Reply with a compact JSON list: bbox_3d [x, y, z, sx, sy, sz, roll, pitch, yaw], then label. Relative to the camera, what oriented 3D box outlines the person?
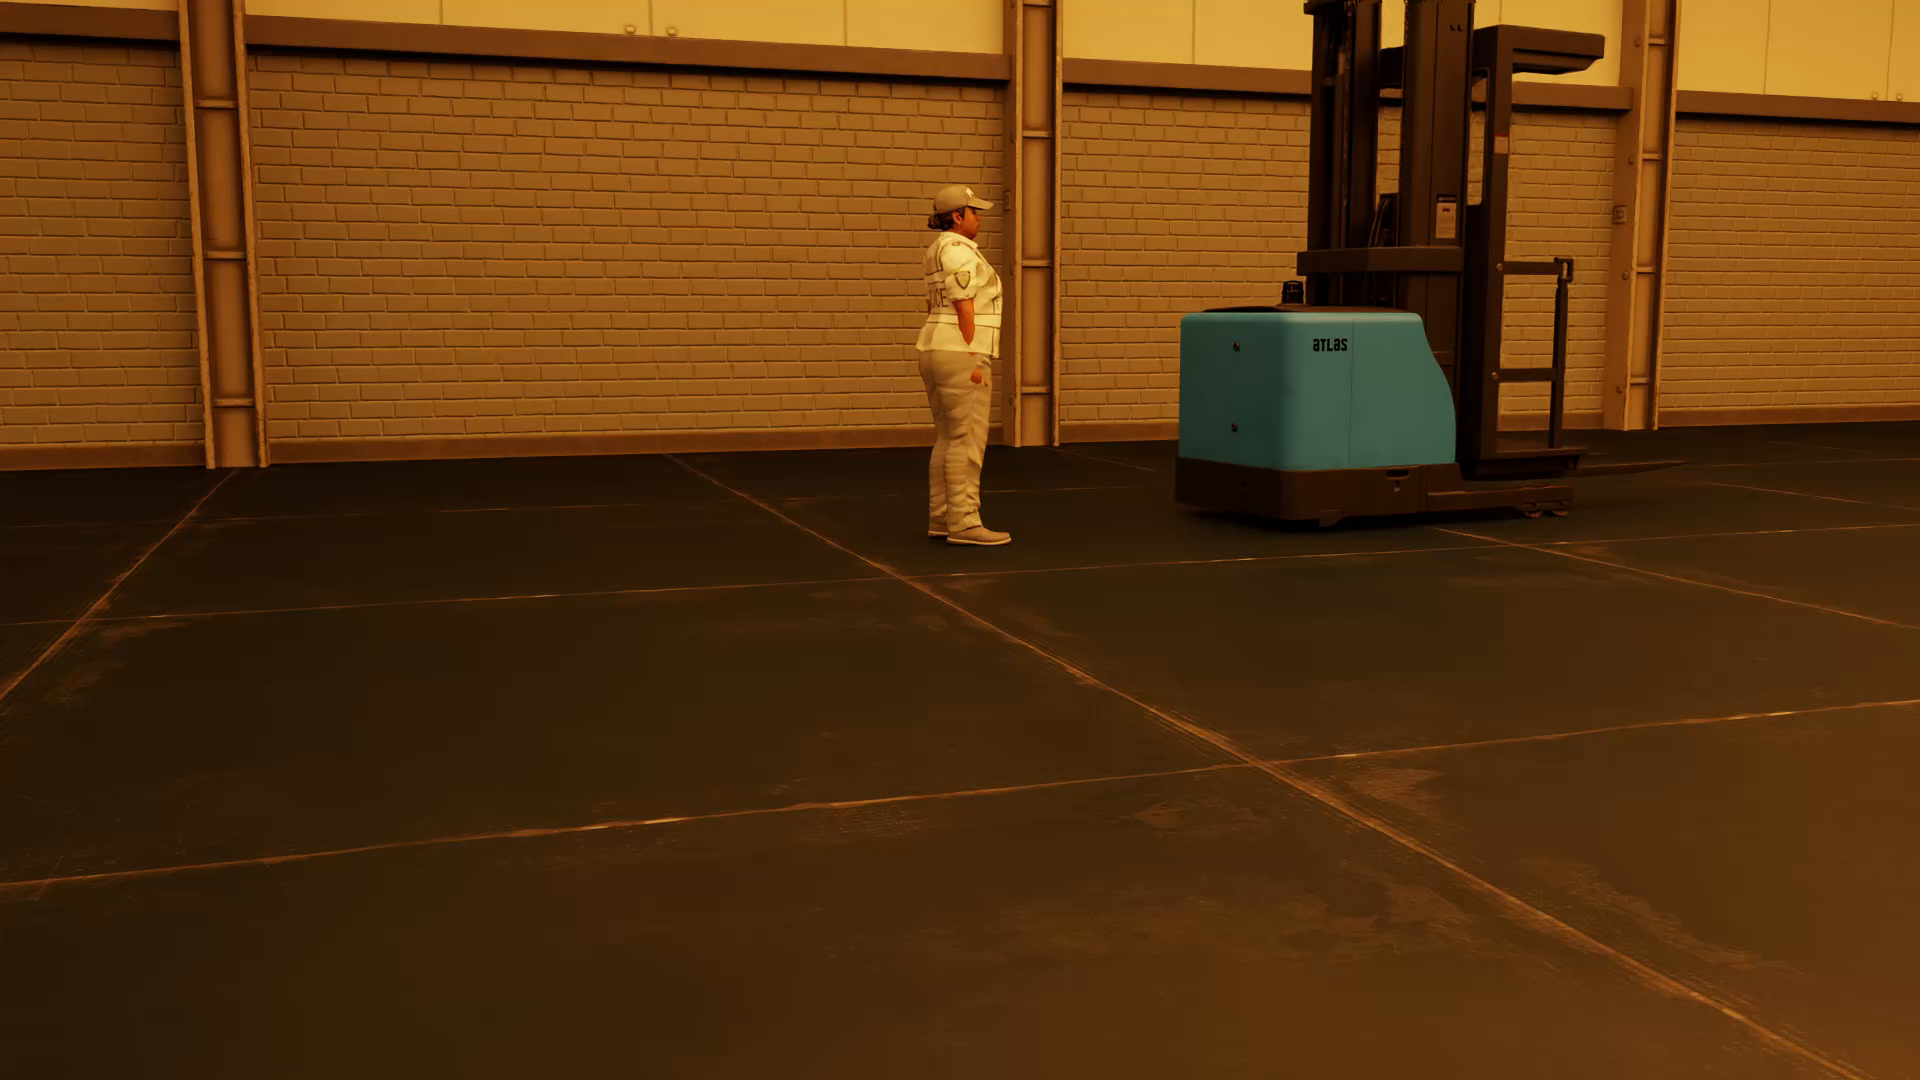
[{"bbox_3d":[0.006,-0.821,7.808,0.394,1.668,0.483,-3,8,-18],"label":"person"}]

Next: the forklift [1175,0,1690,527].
[{"bbox_3d":[2.705,-1.628,9.016,3.031,2.935,1.130,-4,9,-27],"label":"forklift"}]
